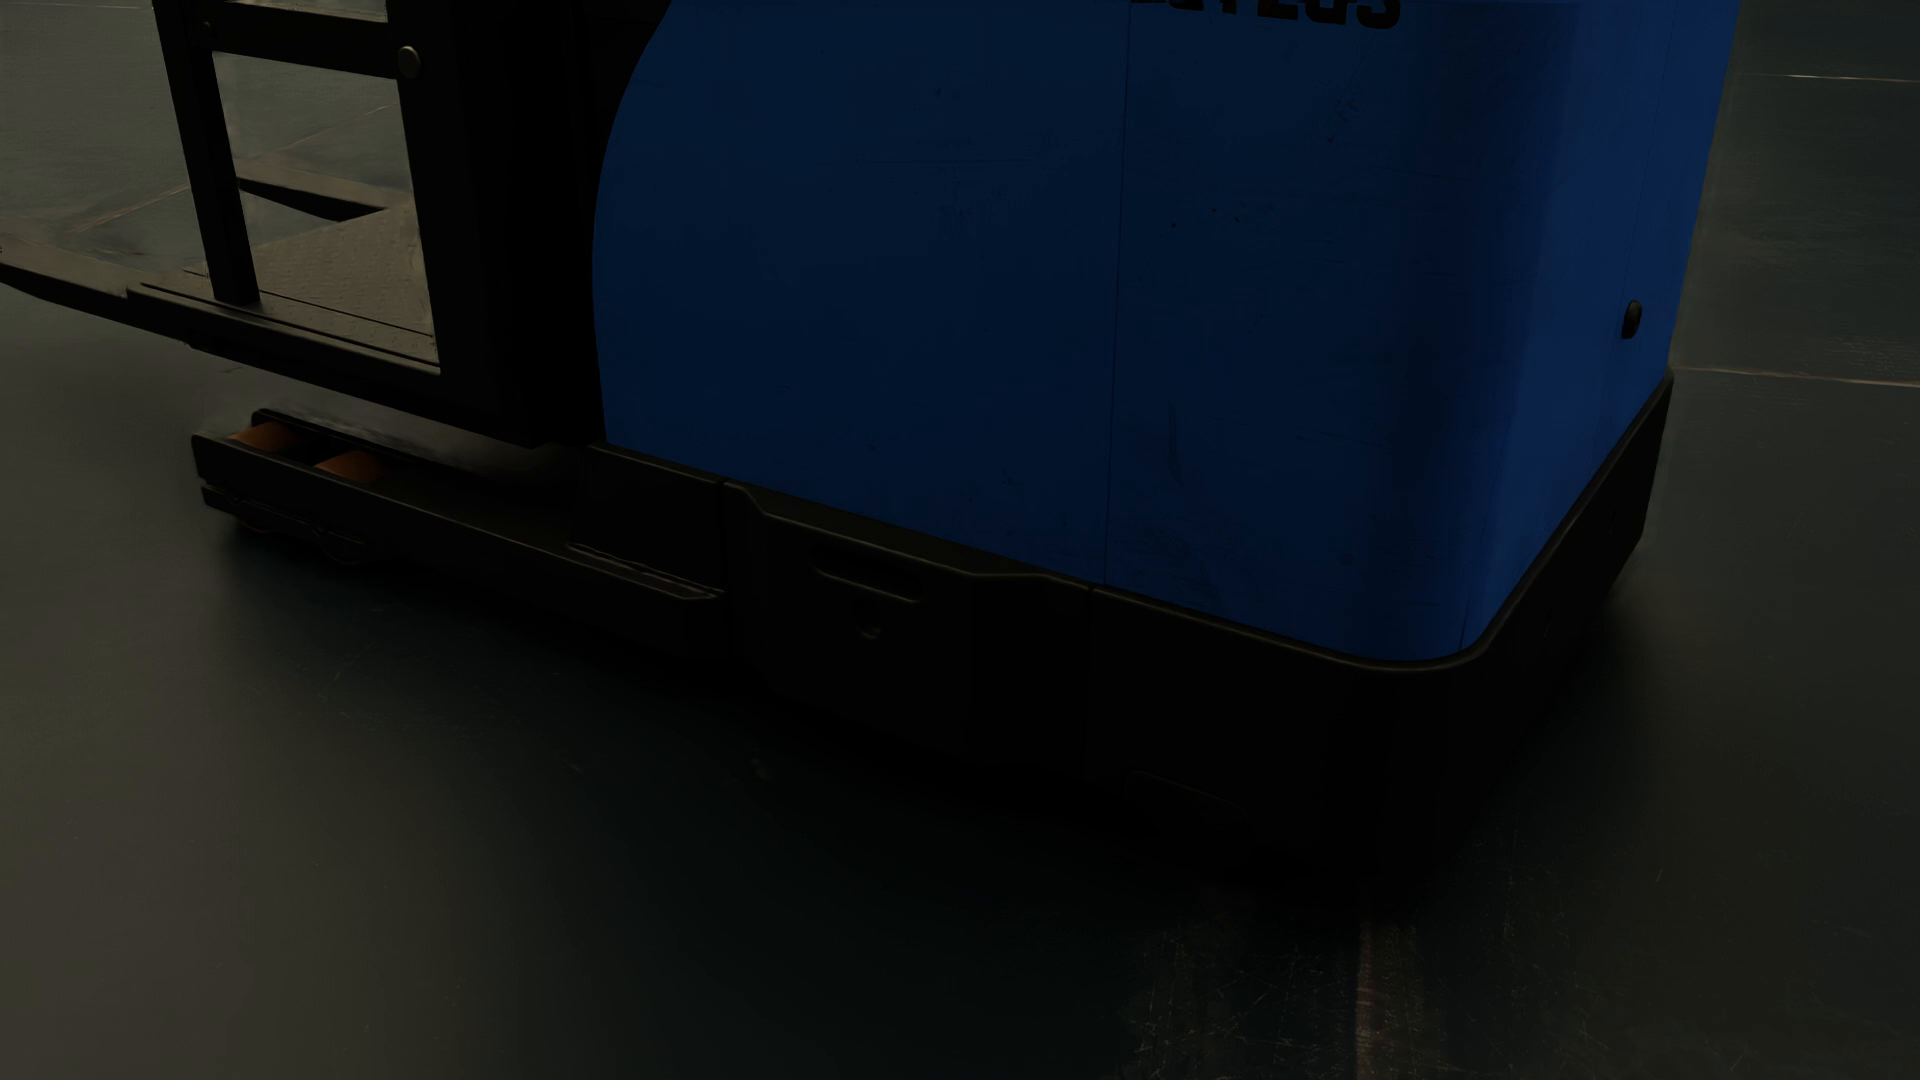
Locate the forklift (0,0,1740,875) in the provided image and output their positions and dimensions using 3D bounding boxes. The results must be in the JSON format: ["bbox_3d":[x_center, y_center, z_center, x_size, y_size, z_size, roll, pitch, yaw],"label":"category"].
[{"bbox_3d":[-0.544,-1.453,2.127,3.031,2.935,1.130,16,31,29],"label":"forklift"}]
